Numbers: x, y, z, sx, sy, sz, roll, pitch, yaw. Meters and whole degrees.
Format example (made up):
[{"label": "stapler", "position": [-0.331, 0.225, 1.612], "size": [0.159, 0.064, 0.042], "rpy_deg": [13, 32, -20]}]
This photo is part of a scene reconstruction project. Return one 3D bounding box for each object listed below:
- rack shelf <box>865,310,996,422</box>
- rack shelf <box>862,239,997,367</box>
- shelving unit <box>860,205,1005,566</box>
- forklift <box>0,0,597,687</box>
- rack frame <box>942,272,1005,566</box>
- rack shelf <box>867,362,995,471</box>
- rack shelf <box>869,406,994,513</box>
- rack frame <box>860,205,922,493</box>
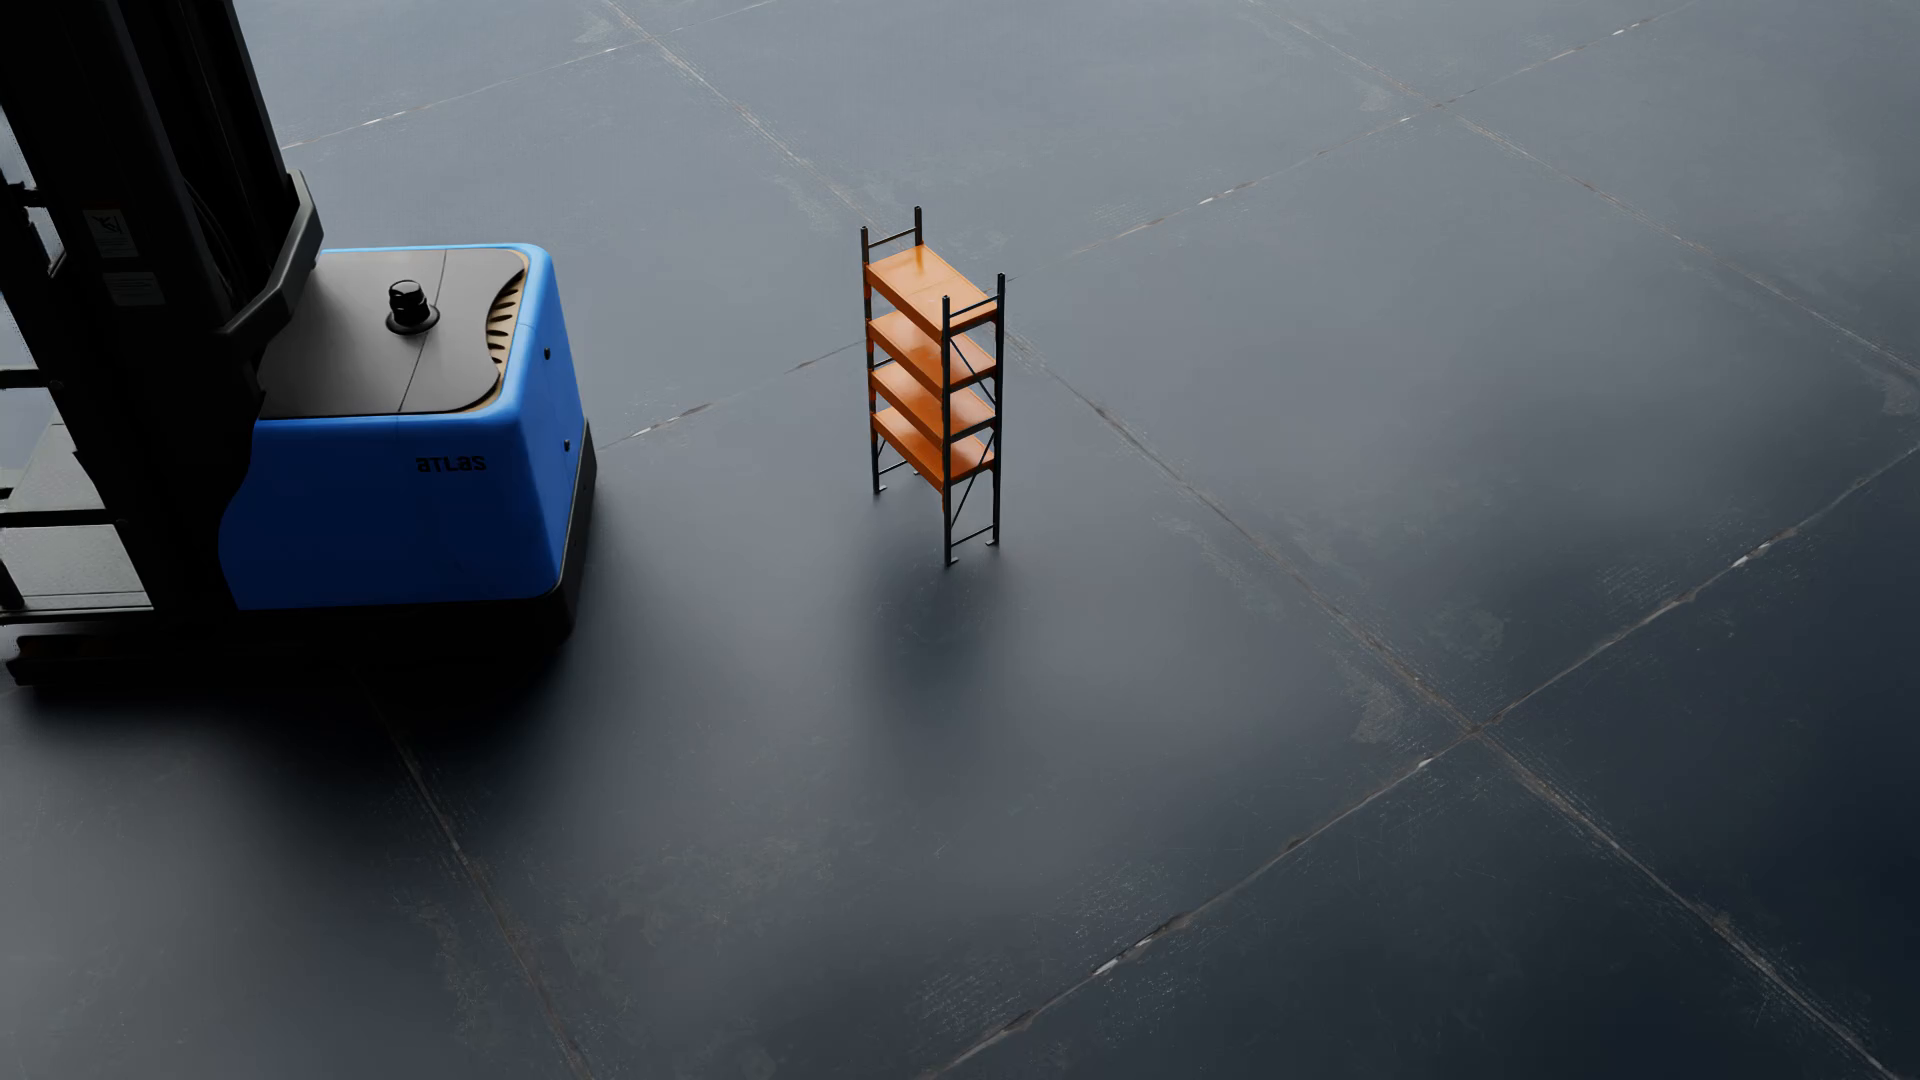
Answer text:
[{"label": "rack shelf", "position": [-0.095, -0.641, 5.826], "size": [0.258, 0.148, 0.480], "rpy_deg": [-26, 49, -24]}, {"label": "rack shelf", "position": [-0.095, -0.812, 5.663], "size": [0.258, 0.148, 0.480], "rpy_deg": [-26, 49, -24]}, {"label": "shelving unit", "position": [-0.095, -0.528, 5.934], "size": [0.258, 1.200, 0.503], "rpy_deg": [-26, 49, -24]}, {"label": "forklift", "position": [-2.891, -0.933, 5.105], "size": [3.031, 2.935, 1.130], "rpy_deg": [-2, 44, -2]}, {"label": "rack frame", "position": [0.045, -0.390, 5.789], "size": [0.240, 1.200, 0.015], "rpy_deg": [-26, 49, -24]}, {"label": "rack shelf", "position": [-0.095, -0.479, 5.980], "size": [0.258, 0.148, 0.480], "rpy_deg": [-26, 49, -24]}, {"label": "rack shelf", "position": [-0.095, -0.335, 6.117], "size": [0.258, 0.148, 0.480], "rpy_deg": [-26, 49, -24]}, {"label": "rack frame", "position": [-0.234, -0.666, 6.079], "size": [0.240, 1.200, 0.015], "rpy_deg": [-26, 49, -24]}]
